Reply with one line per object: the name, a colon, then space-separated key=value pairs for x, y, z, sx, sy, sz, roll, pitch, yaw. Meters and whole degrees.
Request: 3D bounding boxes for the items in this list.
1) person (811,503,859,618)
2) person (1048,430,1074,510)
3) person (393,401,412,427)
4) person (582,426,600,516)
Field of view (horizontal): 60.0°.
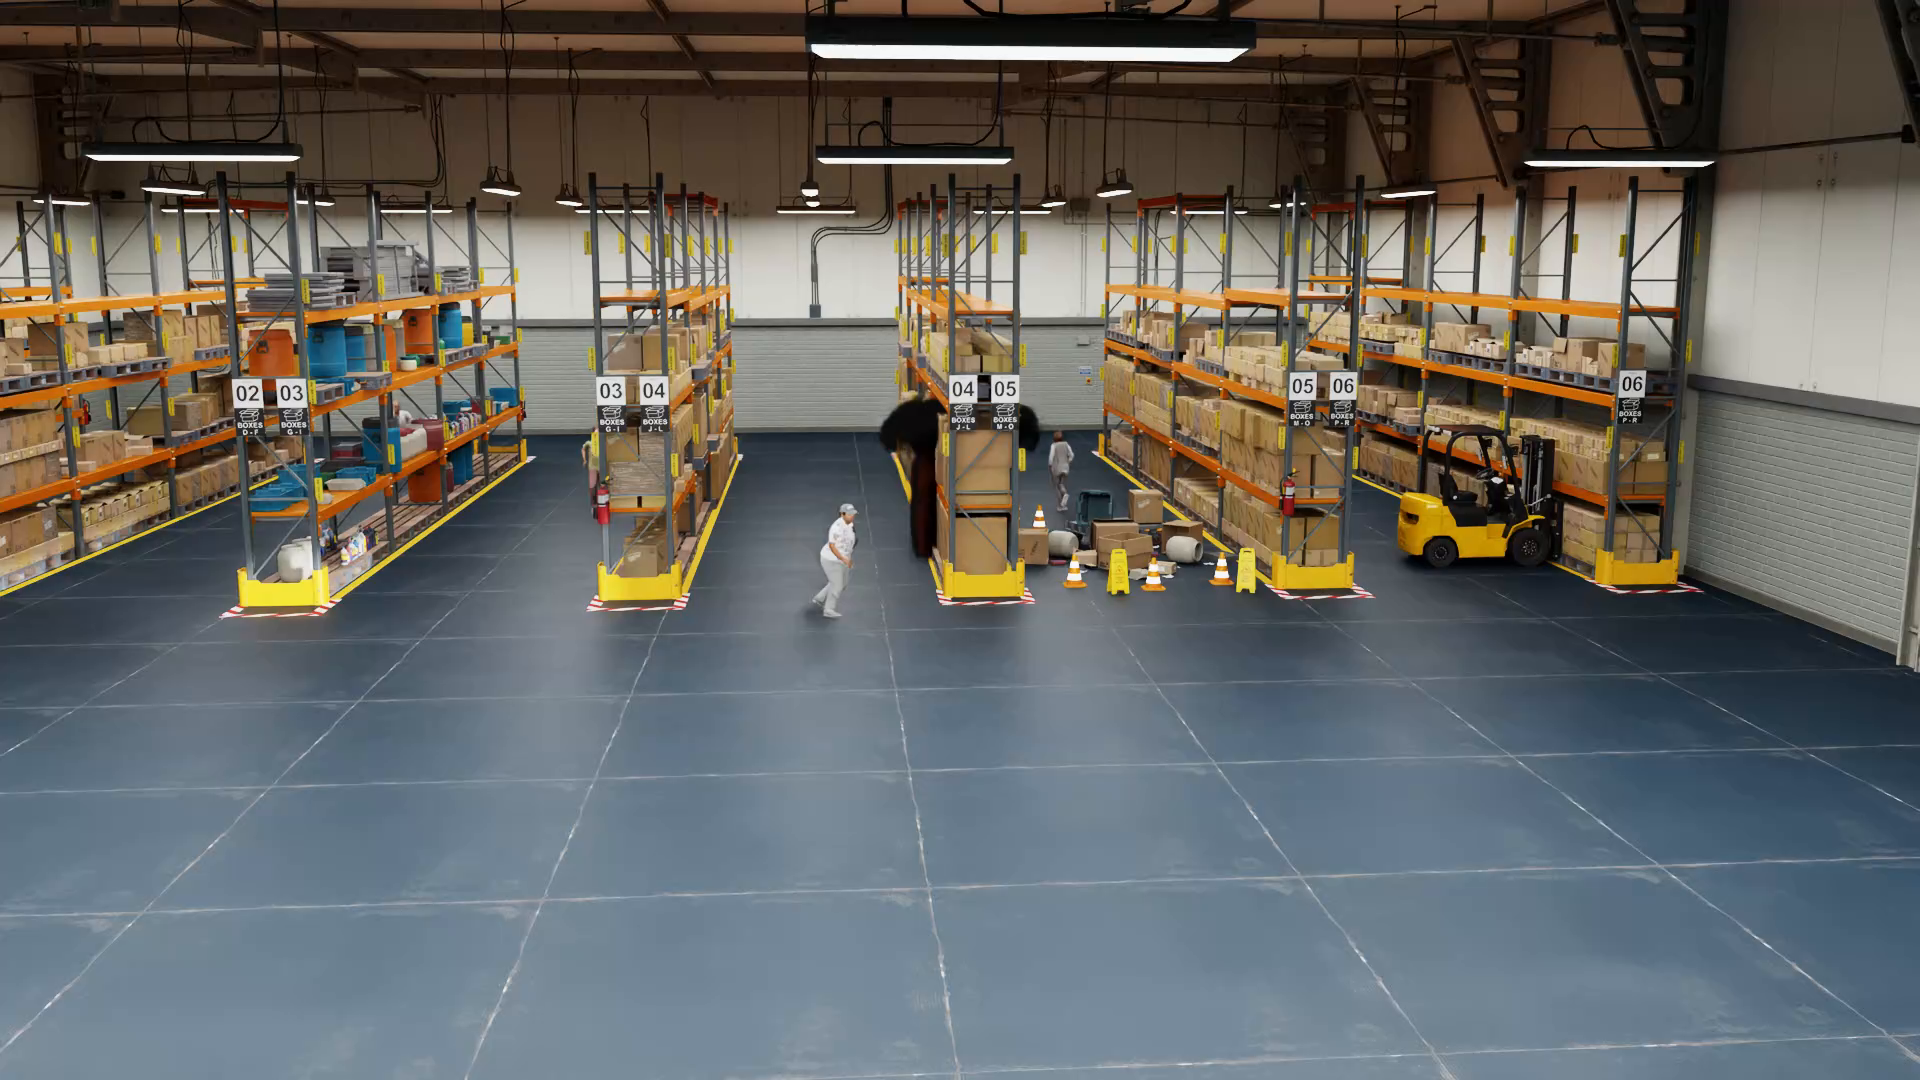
person: x=-1.704 y=0.269 z=22.624 sx=0.777 sy=1.586 sz=0.593 roll=3 pitch=11 yaw=18
person: x=1.950 y=-1.304 z=31.771 sx=0.540 sy=1.519 sz=0.515 roll=-4 pitch=11 yaw=-20
person: x=-12.256 y=-2.146 z=36.256 sx=0.713 sy=1.610 sz=0.705 roll=-3 pitch=10 yaw=-16
person: x=-6.805 y=-1.293 z=31.214 sx=0.564 sy=1.689 sz=0.689 roll=-2 pitch=10 yaw=-11
